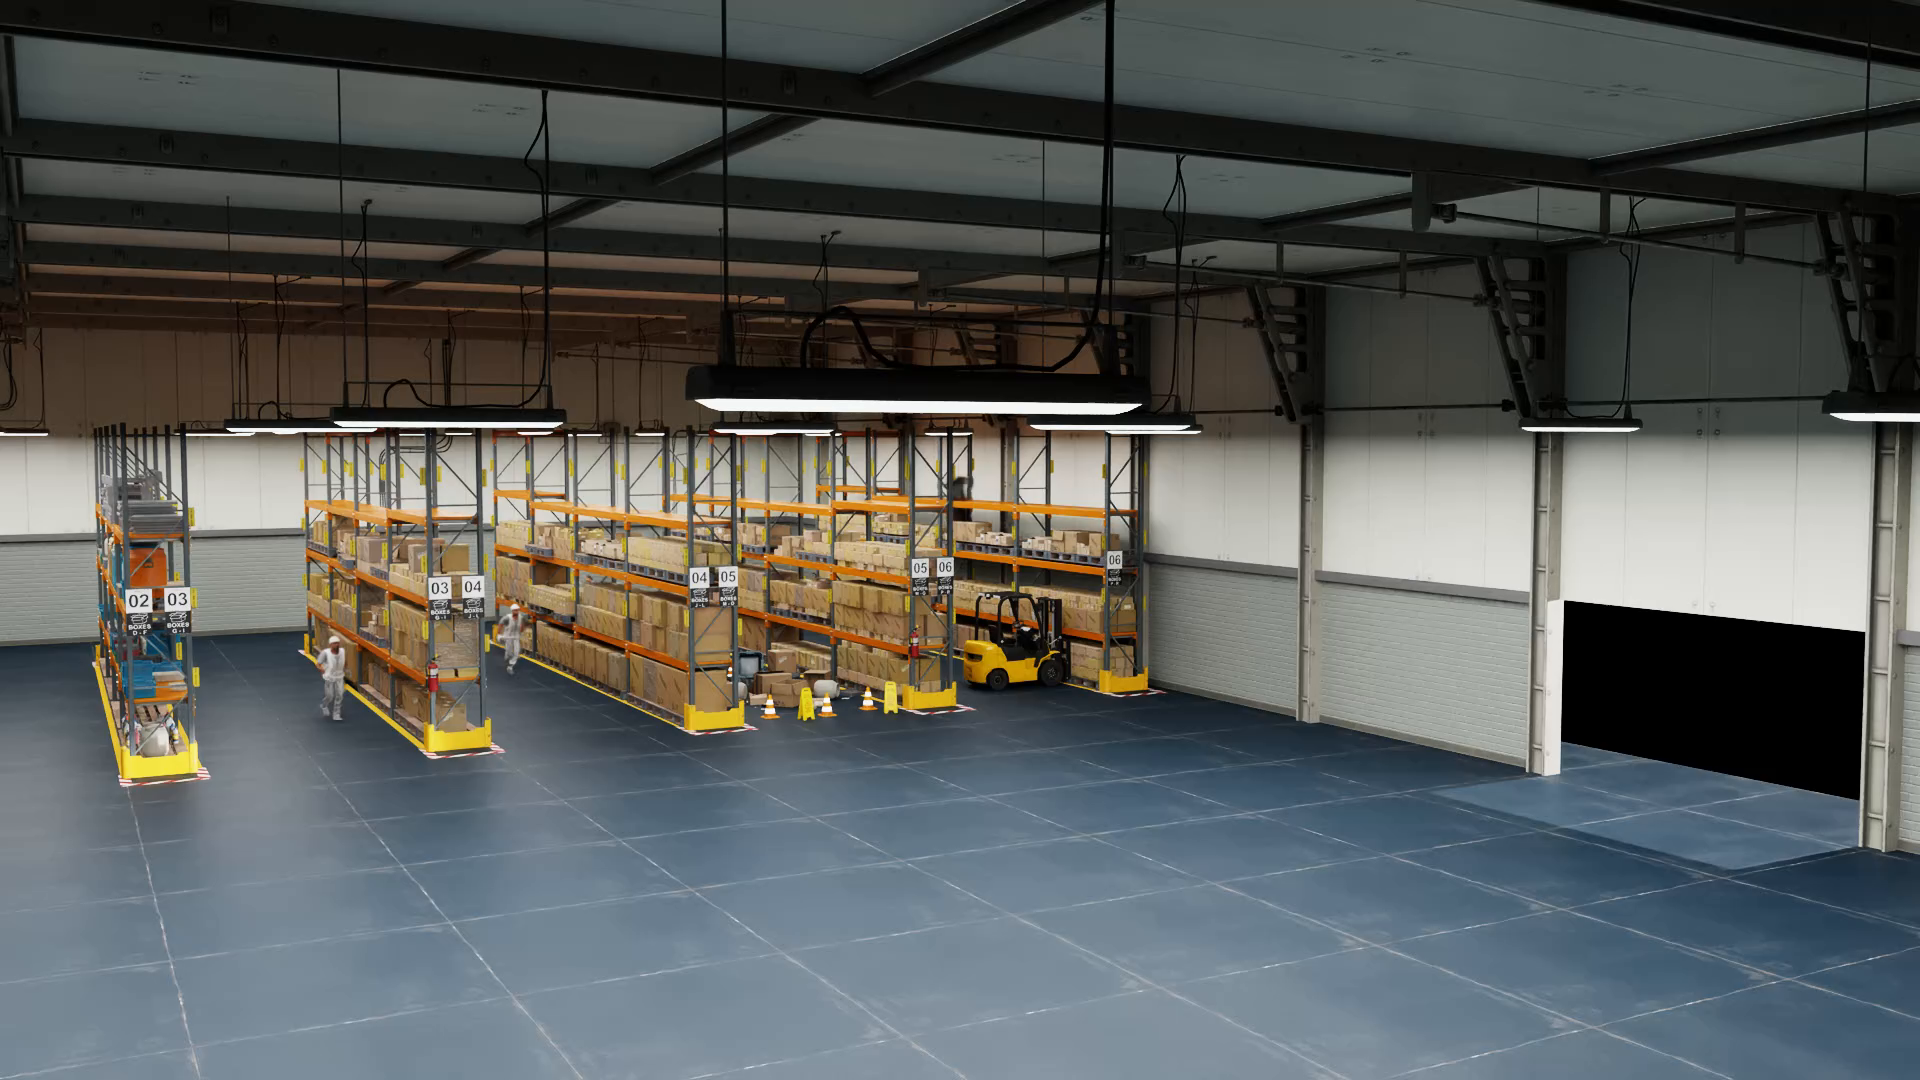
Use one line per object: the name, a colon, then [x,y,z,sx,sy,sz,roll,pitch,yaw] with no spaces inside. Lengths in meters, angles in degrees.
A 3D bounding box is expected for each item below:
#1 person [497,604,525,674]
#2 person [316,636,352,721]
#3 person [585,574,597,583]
person: [-10.973,2.409,40.656,0.670,1.715,0.703,-3,5,-44]
person: [-12.816,2.808,33.909,0.684,1.732,0.795,-3,5,-41]
person: [-11.229,1.851,51.610,0.954,1.614,0.654,-3,5,-44]
